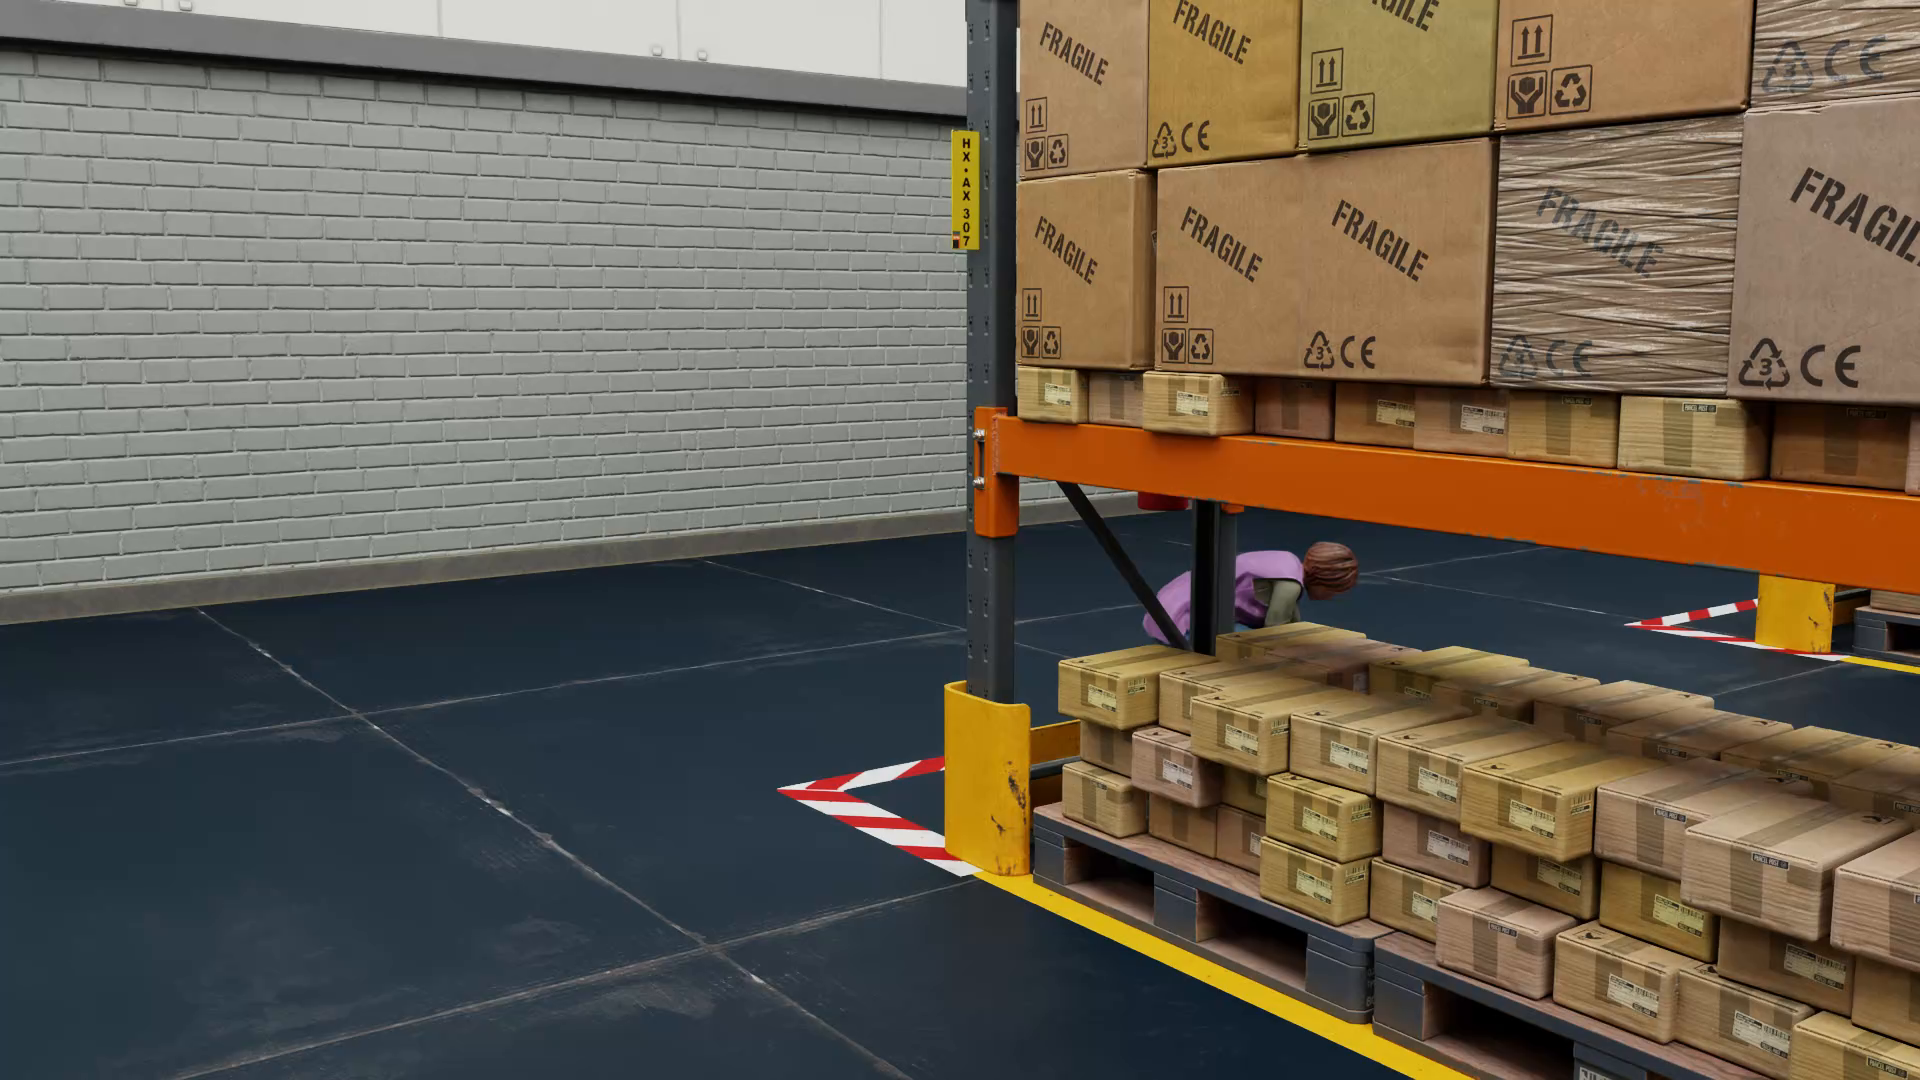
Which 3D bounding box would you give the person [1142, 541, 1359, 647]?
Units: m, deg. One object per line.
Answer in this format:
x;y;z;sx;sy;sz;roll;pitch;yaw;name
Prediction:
1.130;0.394;6.510;0.830;0.773;0.432;1;8;9;person
